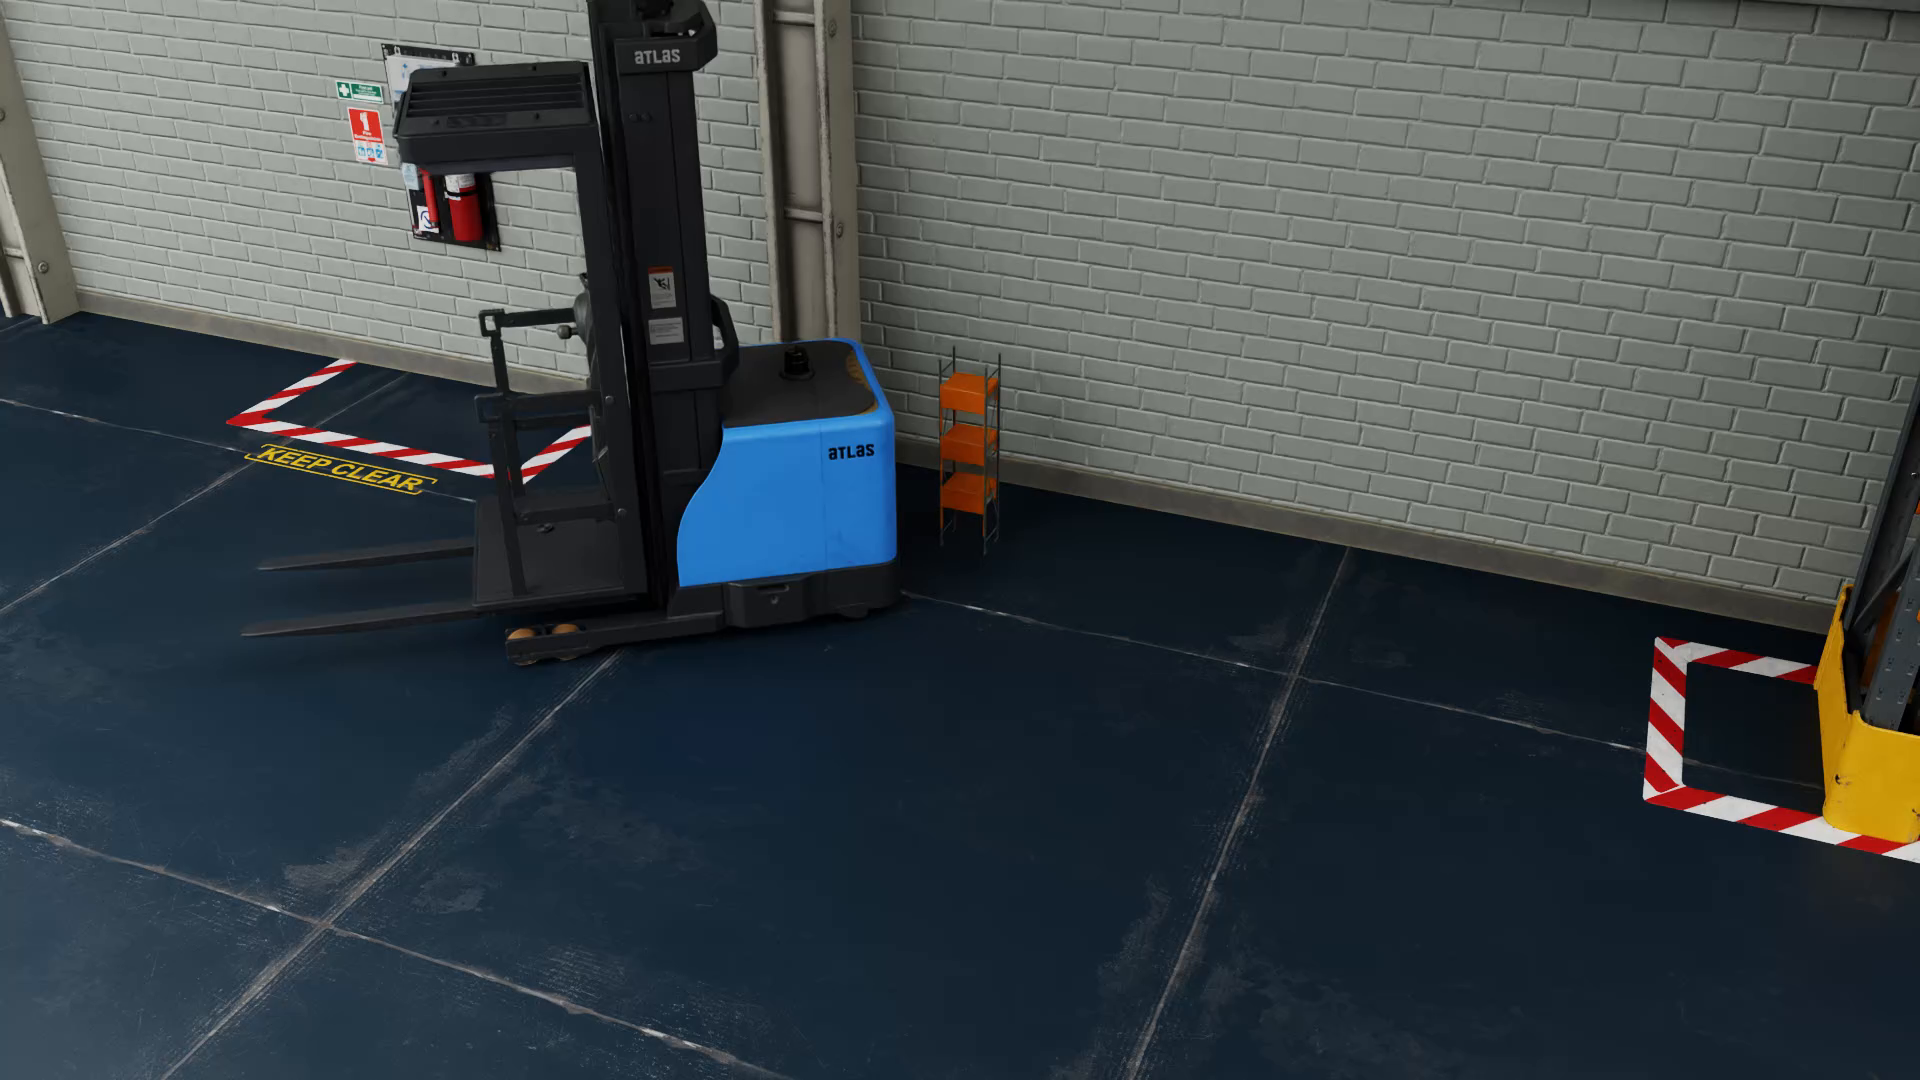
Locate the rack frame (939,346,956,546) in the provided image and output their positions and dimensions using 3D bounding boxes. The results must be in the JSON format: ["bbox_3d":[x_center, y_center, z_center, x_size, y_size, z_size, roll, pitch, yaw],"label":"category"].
[{"bbox_3d":[-0.063,-0.470,8.514,0.008,1.050,0.200,11,31,19],"label":"rack frame"}]

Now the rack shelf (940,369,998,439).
[{"bbox_3d":[0.050,-0.685,8.340,0.240,0.259,0.215,11,31,19],"label":"rack shelf"}]

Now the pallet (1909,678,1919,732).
[{"bbox_3d":[4.605,0.995,6.776,1.213,0.211,1.003,11,31,19],"label":"pallet"}]

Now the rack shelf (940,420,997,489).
[{"bbox_3d":[0.050,-0.438,8.479,0.240,0.259,0.215,11,31,19],"label":"rack shelf"}]

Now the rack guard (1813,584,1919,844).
[{"bbox_3d":[3.865,0.703,6.999,0.348,0.500,1.175,11,31,19],"label":"rack guard"}]

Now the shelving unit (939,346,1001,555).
[{"bbox_3d":[0.050,-0.447,8.474,0.252,1.050,0.215,11,31,19],"label":"shelving unit"}]

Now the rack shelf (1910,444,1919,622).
[{"bbox_3d":[5.648,0.283,5.931,4.000,0.370,1.077,11,31,19],"label":"rack shelf"}]

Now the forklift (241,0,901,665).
[{"bbox_3d":[-1.862,-0.980,7.506,3.031,2.935,1.130,-7,30,-11],"label":"forklift"}]

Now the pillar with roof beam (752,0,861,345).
[{"bbox_3d":[-2.410,-2.423,3.892,0.400,9.000,9.100,11,31,19],"label":"pillar with roof beam"}]

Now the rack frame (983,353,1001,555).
[{"bbox_3d":[0.163,-0.425,8.434,0.008,1.050,0.200,11,31,19],"label":"rack frame"}]

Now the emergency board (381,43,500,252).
[{"bbox_3d":[-3.067,-2.249,9.681,0.643,1.169,0.194,11,31,19],"label":"emergency board"}]

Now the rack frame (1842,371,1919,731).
[{"bbox_3d":[3.795,-0.400,6.409,0.127,3.000,1.000,11,31,19],"label":"rack frame"}]

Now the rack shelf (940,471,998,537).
[{"bbox_3d":[0.050,-0.196,8.616,0.240,0.259,0.215,11,31,19],"label":"rack shelf"}]

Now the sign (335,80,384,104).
[{"bbox_3d":[-3.539,-2.640,9.797,0.331,0.109,0.001,11,31,19],"label":"sign"}]

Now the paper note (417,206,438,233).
[{"bbox_3d":[-3.205,-1.930,10.011,0.142,0.148,0.016,11,31,19],"label":"paper note"}]

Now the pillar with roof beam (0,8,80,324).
[{"bbox_3d":[-7.969,-3.533,5.856,0.400,9.000,9.100,11,31,19],"label":"pillar with roof beam"}]

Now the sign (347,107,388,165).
[{"bbox_3d":[-3.540,-2.414,9.936,0.234,0.329,0.001,11,31,19],"label":"sign"}]
